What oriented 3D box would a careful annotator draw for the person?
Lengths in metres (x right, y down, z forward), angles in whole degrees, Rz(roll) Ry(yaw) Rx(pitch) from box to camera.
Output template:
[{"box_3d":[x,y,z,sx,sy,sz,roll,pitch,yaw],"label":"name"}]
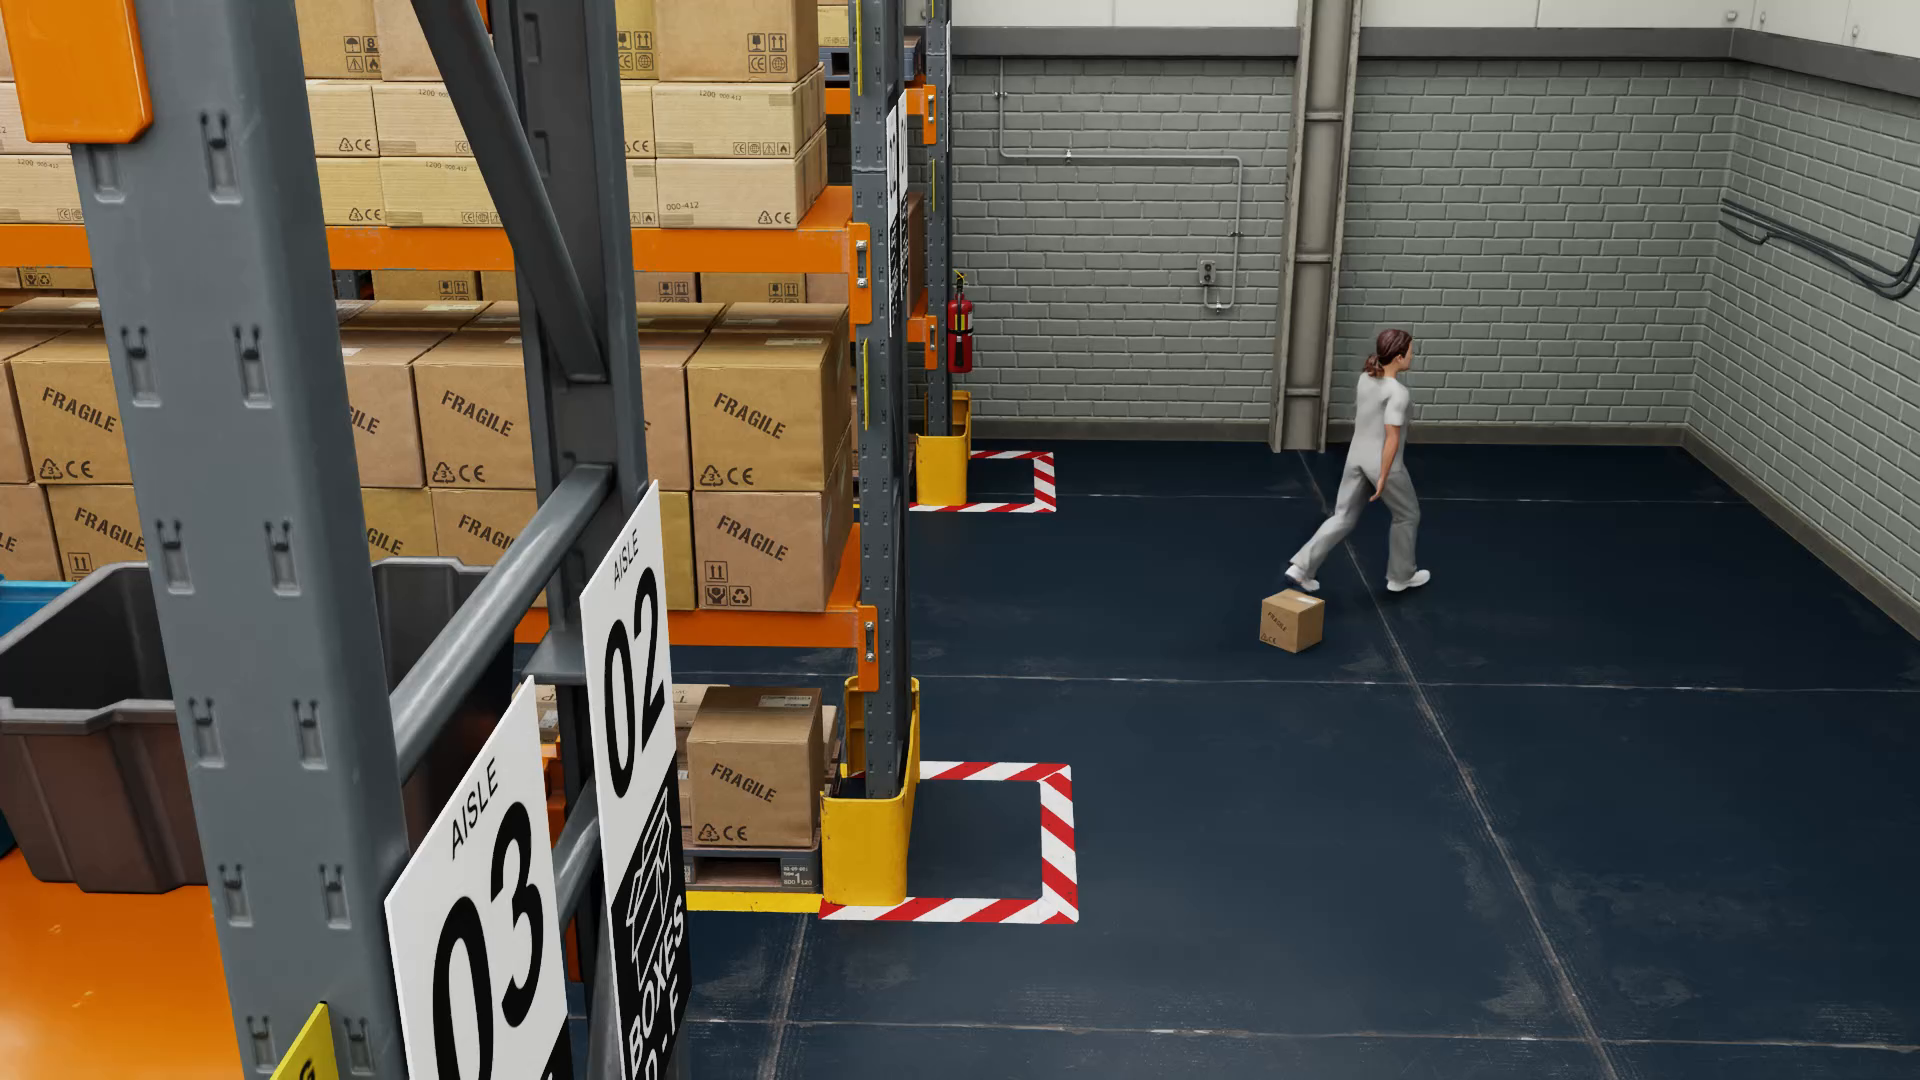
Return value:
[{"box_3d":[2.394,-0.430,9.705,1.018,1.623,0.450,-12,24,-29],"label":"person"}]
